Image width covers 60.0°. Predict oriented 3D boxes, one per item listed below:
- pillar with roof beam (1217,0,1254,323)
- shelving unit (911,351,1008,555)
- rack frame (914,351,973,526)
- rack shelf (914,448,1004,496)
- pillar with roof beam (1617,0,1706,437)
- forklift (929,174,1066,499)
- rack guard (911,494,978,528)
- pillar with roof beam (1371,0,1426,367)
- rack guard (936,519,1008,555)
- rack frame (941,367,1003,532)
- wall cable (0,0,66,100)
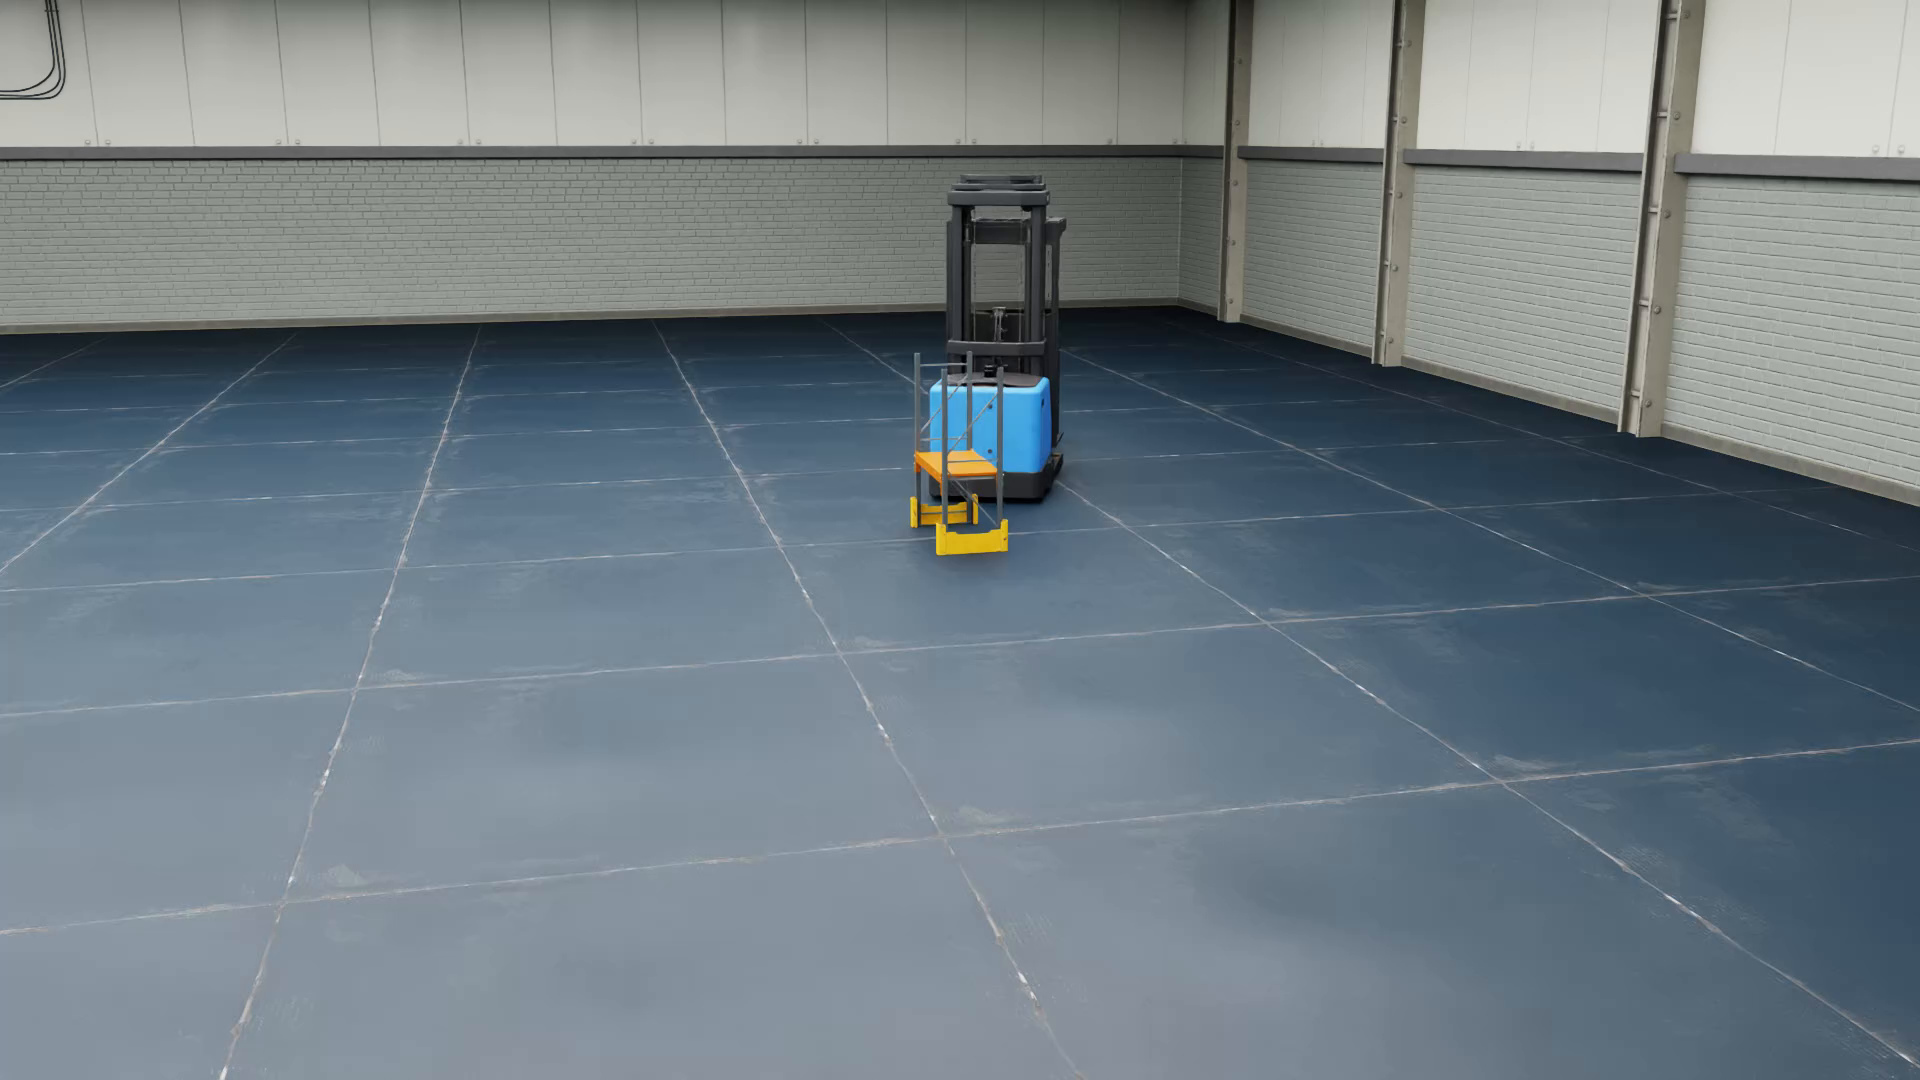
[{"bbox_3d":[0.705,-8.104,28.139,9.100,9.000,0.400,-3,14,-13],"label":"pillar with roof beam"},{"bbox_3d":[-0.018,-0.746,13.821,0.587,1.500,1.083,-3,14,-13],"label":"shelving unit"},{"bbox_3d":[-0.139,-0.866,14.310,0.500,1.500,0.032,-3,14,-13],"label":"rack frame"},{"bbox_3d":[-0.020,-0.574,13.872,0.538,0.185,1.000,-3,14,-13],"label":"rack shelf"},{"bbox_3d":[3.523,-5.336,16.808,9.100,9.000,0.400,-3,14,-13],"label":"pillar with roof beam"},{"bbox_3d":[0.449,-2.103,16.360,1.130,2.935,3.031,2,14,9],"label":"forklift"},{"bbox_3d":[-0.135,-0.254,14.440,0.587,0.250,0.087,-3,14,-13],"label":"rack guard"},{"bbox_3d":[2.114,-6.720,22.473,9.100,9.000,0.400,-3,14,-13],"label":"pillar with roof beam"},{"bbox_3d":[0.099,-0.024,13.499,0.587,0.250,0.087,-3,14,-13],"label":"rack guard"},{"bbox_3d":[0.099,-0.631,13.350,0.500,1.500,0.032,-3,14,-13],"label":"rack frame"},{"bbox_3d":[-15.904,-9.519,26.765,2.305,6.003,0.169,-3,14,-13],"label":"wall cable"}]
